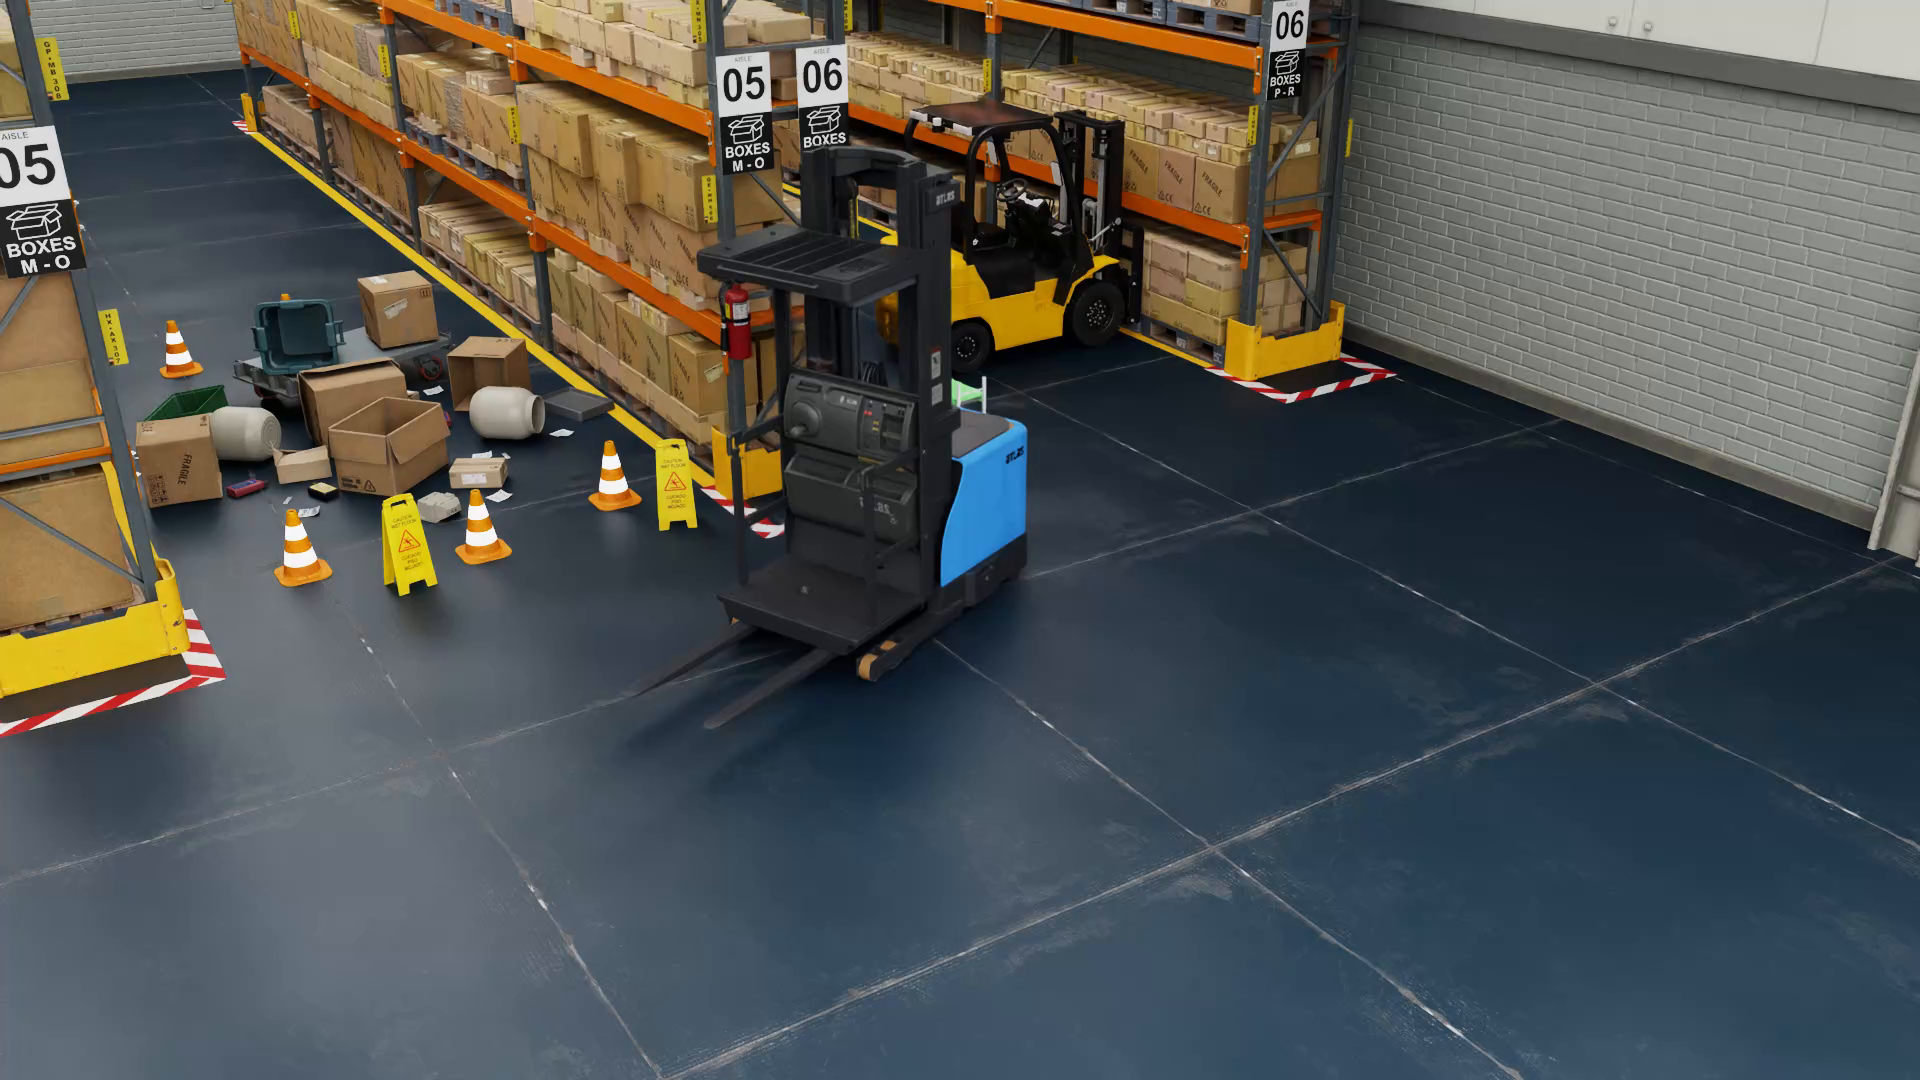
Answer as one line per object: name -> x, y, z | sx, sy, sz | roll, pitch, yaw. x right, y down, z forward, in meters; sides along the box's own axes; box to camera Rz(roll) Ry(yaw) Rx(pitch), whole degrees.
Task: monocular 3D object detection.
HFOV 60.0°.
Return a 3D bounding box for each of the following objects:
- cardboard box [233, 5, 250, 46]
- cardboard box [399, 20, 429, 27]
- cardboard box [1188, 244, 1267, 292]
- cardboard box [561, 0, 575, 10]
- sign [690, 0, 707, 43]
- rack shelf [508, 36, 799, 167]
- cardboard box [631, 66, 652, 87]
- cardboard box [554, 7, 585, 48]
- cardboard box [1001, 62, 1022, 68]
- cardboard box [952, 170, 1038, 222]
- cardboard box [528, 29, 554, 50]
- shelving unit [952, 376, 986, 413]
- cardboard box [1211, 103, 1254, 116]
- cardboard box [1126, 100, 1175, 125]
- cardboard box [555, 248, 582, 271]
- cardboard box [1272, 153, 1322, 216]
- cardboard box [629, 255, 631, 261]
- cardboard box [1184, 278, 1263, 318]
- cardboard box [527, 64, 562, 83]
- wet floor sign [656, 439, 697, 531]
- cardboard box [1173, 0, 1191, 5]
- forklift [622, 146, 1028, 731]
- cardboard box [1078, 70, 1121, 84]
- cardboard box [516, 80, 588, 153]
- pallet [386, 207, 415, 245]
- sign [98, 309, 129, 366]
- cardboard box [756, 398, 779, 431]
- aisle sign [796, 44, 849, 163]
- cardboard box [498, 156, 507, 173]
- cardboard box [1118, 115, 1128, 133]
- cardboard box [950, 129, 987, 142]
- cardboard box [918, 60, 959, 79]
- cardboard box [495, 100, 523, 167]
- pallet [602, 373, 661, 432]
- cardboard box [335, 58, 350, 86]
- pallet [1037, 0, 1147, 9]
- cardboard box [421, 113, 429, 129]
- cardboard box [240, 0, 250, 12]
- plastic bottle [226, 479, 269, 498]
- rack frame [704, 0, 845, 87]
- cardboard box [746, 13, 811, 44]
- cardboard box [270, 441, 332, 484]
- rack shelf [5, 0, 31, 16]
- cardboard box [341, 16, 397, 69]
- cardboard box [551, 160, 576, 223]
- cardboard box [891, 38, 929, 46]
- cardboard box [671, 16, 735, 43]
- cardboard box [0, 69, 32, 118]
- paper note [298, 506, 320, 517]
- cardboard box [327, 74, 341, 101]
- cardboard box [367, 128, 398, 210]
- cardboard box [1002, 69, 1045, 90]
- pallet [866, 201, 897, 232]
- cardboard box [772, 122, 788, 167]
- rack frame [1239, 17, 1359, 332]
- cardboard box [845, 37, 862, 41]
cardboard box -> -9.956, -7.329, 23.607 | 0.500, 0.500, 0.500 | -16, 30, -30
cardboard box -> -5.954, -5.567, 18.703 | 0.500, 0.500, 0.500 | -15, 29, -29
cardboard box -> 2.401, -2.448, 14.943 | 0.500, 0.250, 0.500 | -14, 29, -28
cardboard box -> -2.927, -4.285, 13.122 | 0.380, 0.149, 0.250 | -17, 30, -31
sign -> -1.719, -3.434, 10.922 | 0.100, 0.325, 0.005 | -16, 29, -30
rack shelf -> -2.335, -3.546, 13.039 | 1.077, 0.370, 4.000 | -16, 29, -30
cardboard box -> -2.211, -3.473, 12.337 | 0.380, 0.149, 0.250 | -16, 30, -30
cardboard box -> -2.864, -4.068, 13.129 | 0.500, 0.250, 0.500 | -15, 29, -29
cardboard box -> 0.480, -5.100, 18.126 | 0.380, 0.149, 0.250 | -16, 29, -30
cardboard box -> 0.436, -3.688, 18.302 | 0.875, 0.625, 0.625 | -14, 29, -27
cardboard box -> -3.368, -4.197, 13.870 | 0.380, 0.149, 0.250 | -16, 29, -30
shelving unit -> -0.075, -0.613, 11.606 | 0.258, 1.200, 0.503 | -19, 31, -35
cardboard box -> 2.516, -3.885, 15.203 | 0.380, 0.149, 0.250 | -15, 29, -29
cardboard box -> 1.761, -3.943, 15.325 | 0.380, 0.149, 0.250 | -15, 29, -29
cardboard box -> -3.313, -2.476, 14.535 | 0.380, 0.149, 0.250 | -15, 29, -29
cardboard box -> 2.876, -3.245, 14.955 | 0.500, 0.500, 0.500 | -14, 29, -28
cardboard box -> -2.445, -2.321, 13.410 | 0.380, 0.149, 0.250 | -16, 29, -30
cardboard box -> 2.386, -2.231, 15.069 | 0.500, 0.250, 0.500 | -16, 30, -30
cardboard box -> -4.067, -4.508, 16.031 | 0.380, 0.149, 0.250 | -14, 29, -27
wet floor sign -> -2.036, -0.418, 11.841 | 0.267, 0.644, 0.232 | -6, 26, -12
cardboard box -> 2.068, -4.805, 14.411 | 0.396, 0.266, 0.258 | -15, 29, -29
forklift -> -0.785, -0.711, 9.784 | 1.130, 2.935, 3.031 | 16, 30, 30
cardboard box -> 1.415, -4.627, 16.774 | 0.380, 0.149, 0.250 | -16, 30, -30
cardboard box -> -3.368, -3.654, 14.303 | 0.700, 0.500, 0.500 | -16, 30, -30
pallet -> -5.978, -3.699, 19.302 | 1.003, 0.211, 1.213 | -16, 29, -30
sign -> -4.867, -1.164, 9.558 | 0.100, 0.325, 0.005 | -16, 29, -30
cardboard box -> -1.452, -1.099, 13.256 | 0.500, 0.250, 0.500 | -16, 30, -30
aisle sign -> -0.950, -3.025, 11.562 | 0.394, 0.787, 0.004 | -16, 29, -30
cardboard box -> -4.068, -3.525, 15.467 | 0.380, 0.149, 0.250 | -17, 30, -31
cardboard box -> 1.708, -3.918, 15.622 | 0.380, 0.149, 0.250 | -16, 30, -30
cardboard box -> 0.236, -4.440, 17.779 | 0.500, 0.250, 0.500 | -15, 29, -28
cardboard box -> -0.233, -5.157, 18.245 | 0.380, 0.149, 0.250 | -16, 30, -31
cardboard box -> -3.871, -3.712, 15.103 | 0.500, 0.500, 0.500 | -16, 30, -31
pallet -> -2.361, -1.300, 14.220 | 1.003, 0.211, 1.213 | -16, 29, -30
cardboard box -> -6.951, -5.480, 19.397 | 0.500, 0.250, 0.500 | -17, 30, -31
pallet -> 1.217, -5.406, 16.240 | 1.003, 0.211, 1.213 | -16, 29, -30
cardboard box -> -5.352, -4.360, 17.237 | 0.380, 0.149, 0.250 | -18, 31, -33
cardboard box -> -9.666, -7.598, 23.006 | 0.500, 0.500, 0.500 | -16, 30, -31
plastic bottle -> -5.344, -0.399, 12.487 | 0.133, 0.061, 0.283 | 18, 31, 33
rack frame -> -1.243, -4.512, 10.730 | 1.000, 3.000, 0.127 | -16, 29, -30
cardboard box -> -1.266, -3.578, 11.624 | 0.380, 0.149, 0.250 | -16, 30, -30
cardboard box -> -5.038, -0.619, 12.712 | 0.396, 0.266, 0.258 | -10, 27, -21
rack shelf -> -6.427, -3.532, 9.964 | 1.077, 0.370, 4.000 | -16, 29, -30
cardboard box -> -6.664, -5.643, 18.864 | 0.500, 0.500, 0.500 | -16, 29, -30
cardboard box -> -3.127, -3.013, 14.117 | 0.500, 0.500, 0.500 | -16, 29, -30
cardboard box -> -0.587, -5.842, 19.698 | 0.380, 0.149, 0.250 | -16, 30, -31
cardboard box -> -1.784, -3.556, 11.579 | 0.380, 0.149, 0.250 | -15, 29, -29
cardboard box -> -5.384, -2.500, 9.200 | 0.500, 0.250, 0.500 | -16, 29, -30
paper note -> -4.746, -0.208, 12.119 | 0.144, 0.017, 0.142 | -6, 26, -12
cardboard box -> -7.225, -5.433, 19.883 | 0.500, 0.250, 0.500 | -16, 30, -30
cardboard box -> -6.401, -4.476, 19.678 | 0.875, 0.875, 0.875 | -15, 29, -29
cardboard box -> 0.655, -4.678, 16.883 | 0.380, 0.149, 0.250 | -15, 29, -29
pallet -> -0.375, -3.819, 19.554 | 1.003, 0.211, 1.213 | -16, 29, -30
cardboard box -> -2.129, -5.161, 21.568 | 0.500, 0.500, 0.500 | -16, 30, -30
rack frame -> 2.913, -2.958, 14.464 | 1.000, 3.000, 0.127 | -16, 29, -30
cardboard box -> -1.380, -5.880, 19.777 | 0.380, 0.149, 0.250 | -15, 29, -28
